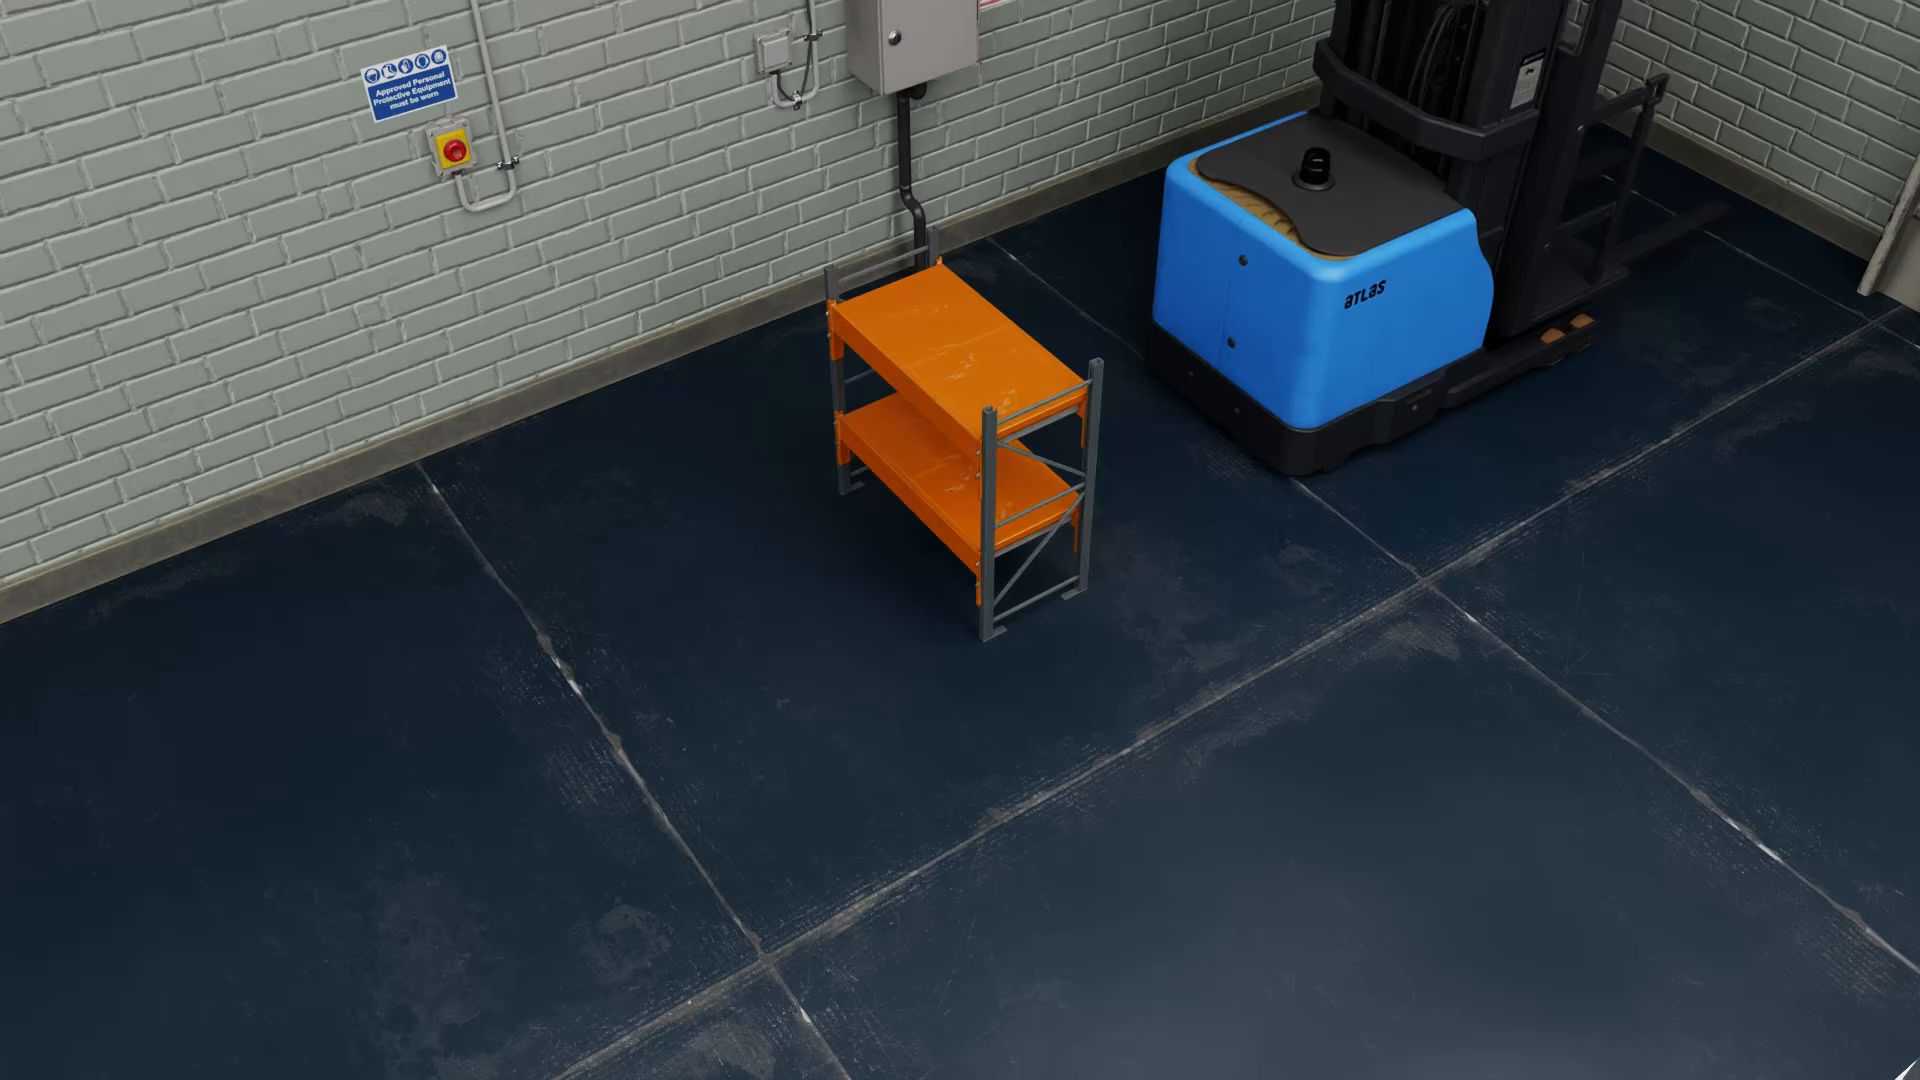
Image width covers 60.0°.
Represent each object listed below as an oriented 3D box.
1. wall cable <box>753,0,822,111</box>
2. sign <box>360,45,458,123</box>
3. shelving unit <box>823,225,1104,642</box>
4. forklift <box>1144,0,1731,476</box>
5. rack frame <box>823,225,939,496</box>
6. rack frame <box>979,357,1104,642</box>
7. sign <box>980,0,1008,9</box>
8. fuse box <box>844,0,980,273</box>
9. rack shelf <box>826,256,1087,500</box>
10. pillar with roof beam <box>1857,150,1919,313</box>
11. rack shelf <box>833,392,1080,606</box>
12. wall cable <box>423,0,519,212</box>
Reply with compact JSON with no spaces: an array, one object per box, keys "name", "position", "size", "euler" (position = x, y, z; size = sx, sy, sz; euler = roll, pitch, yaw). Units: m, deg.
[{"name":"wall cable","position":[-0.801,-2.507,6.468],"size":[0.588,1.984,0.122],"euler":[-26,49,-24]},{"name":"sign","position":[-2.033,-1.686,6.148],"size":[0.327,0.218,0.001],"euler":[-26,49,-24]},{"name":"shelving unit","position":[-0.004,-0.411,6.366],"size":[0.538,1.125,1.048],"euler":[-26,49,-24]},{"name":"forklift","position":[2.337,-2.134,6.863],"size":[3.031,2.935,1.130],"euler":[-25,49,-24]},{"name":"rack frame","position":[-0.295,-0.699,6.667],"size":[0.500,1.125,0.032],"euler":[-26,49,-24]},{"name":"rack frame","position":[0.287,-0.123,6.064],"size":[0.500,1.125,0.032],"euler":[-26,49,-24]},{"name":"sign","position":[0.135,-2.598,7.368],"size":[0.329,0.494,0.001],"euler":[-26,49,-24]},{"name":"fuse box","position":[-0.152,-1.854,7.453],"size":[0.539,1.711,0.414],"euler":[-26,49,-24]},{"name":"rack shelf","position":[-0.004,-0.622,6.163],"size":[0.538,0.278,1.000],"euler":[-26,49,-24]},{"name":"pillar with roof beam","position":[1.022,-2.704,3.065],"size":[9.100,9.000,0.400],"euler":[-26,49,-24]},{"name":"rack shelf","position":[-0.004,-0.234,6.534],"size":[0.538,0.278,1.000],"euler":[-26,49,-24]},{"name":"wall cable","position":[-1.958,-1.951,5.863],"size":[0.585,1.953,0.123],"euler":[-26,49,-24]}]
